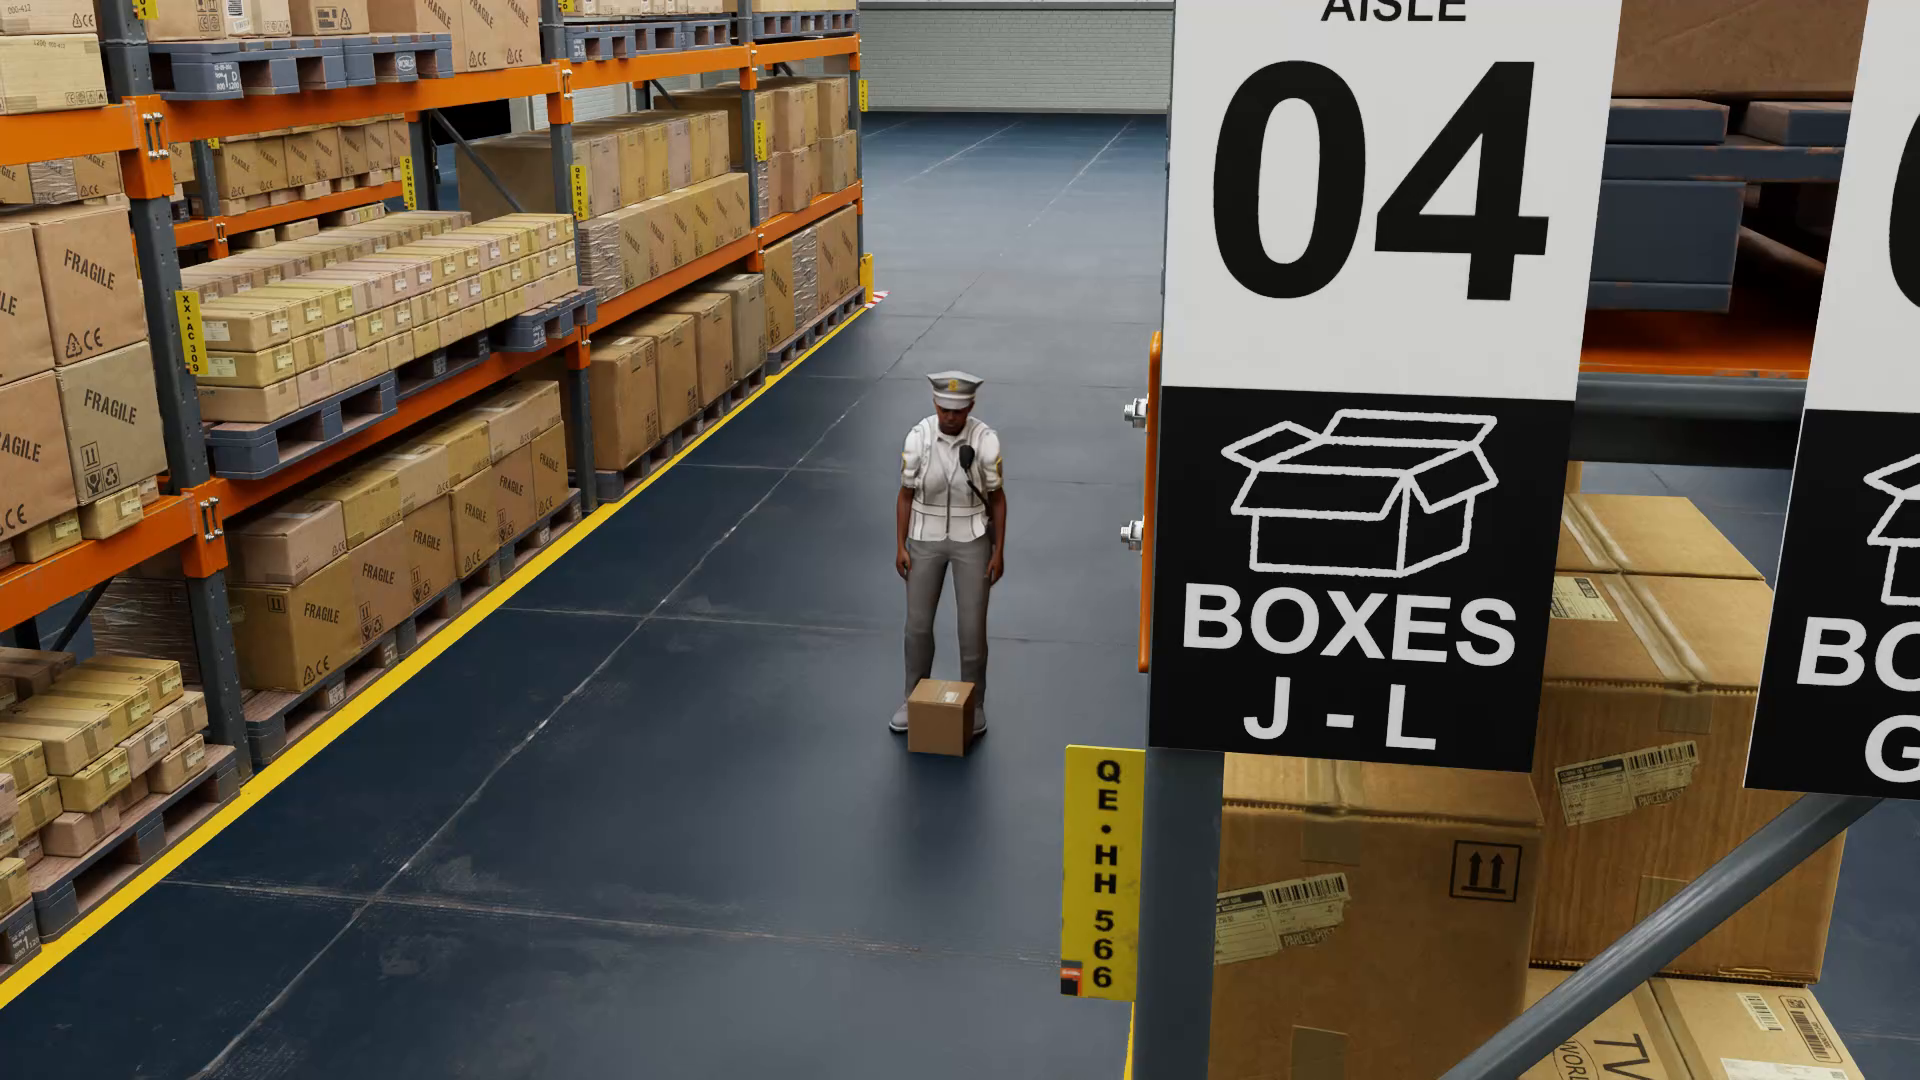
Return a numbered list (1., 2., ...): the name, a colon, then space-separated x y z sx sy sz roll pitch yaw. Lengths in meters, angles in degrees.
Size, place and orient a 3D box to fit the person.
1. person: -0.054 0.049 7.414 0.517 1.653 0.397 2 18 6
